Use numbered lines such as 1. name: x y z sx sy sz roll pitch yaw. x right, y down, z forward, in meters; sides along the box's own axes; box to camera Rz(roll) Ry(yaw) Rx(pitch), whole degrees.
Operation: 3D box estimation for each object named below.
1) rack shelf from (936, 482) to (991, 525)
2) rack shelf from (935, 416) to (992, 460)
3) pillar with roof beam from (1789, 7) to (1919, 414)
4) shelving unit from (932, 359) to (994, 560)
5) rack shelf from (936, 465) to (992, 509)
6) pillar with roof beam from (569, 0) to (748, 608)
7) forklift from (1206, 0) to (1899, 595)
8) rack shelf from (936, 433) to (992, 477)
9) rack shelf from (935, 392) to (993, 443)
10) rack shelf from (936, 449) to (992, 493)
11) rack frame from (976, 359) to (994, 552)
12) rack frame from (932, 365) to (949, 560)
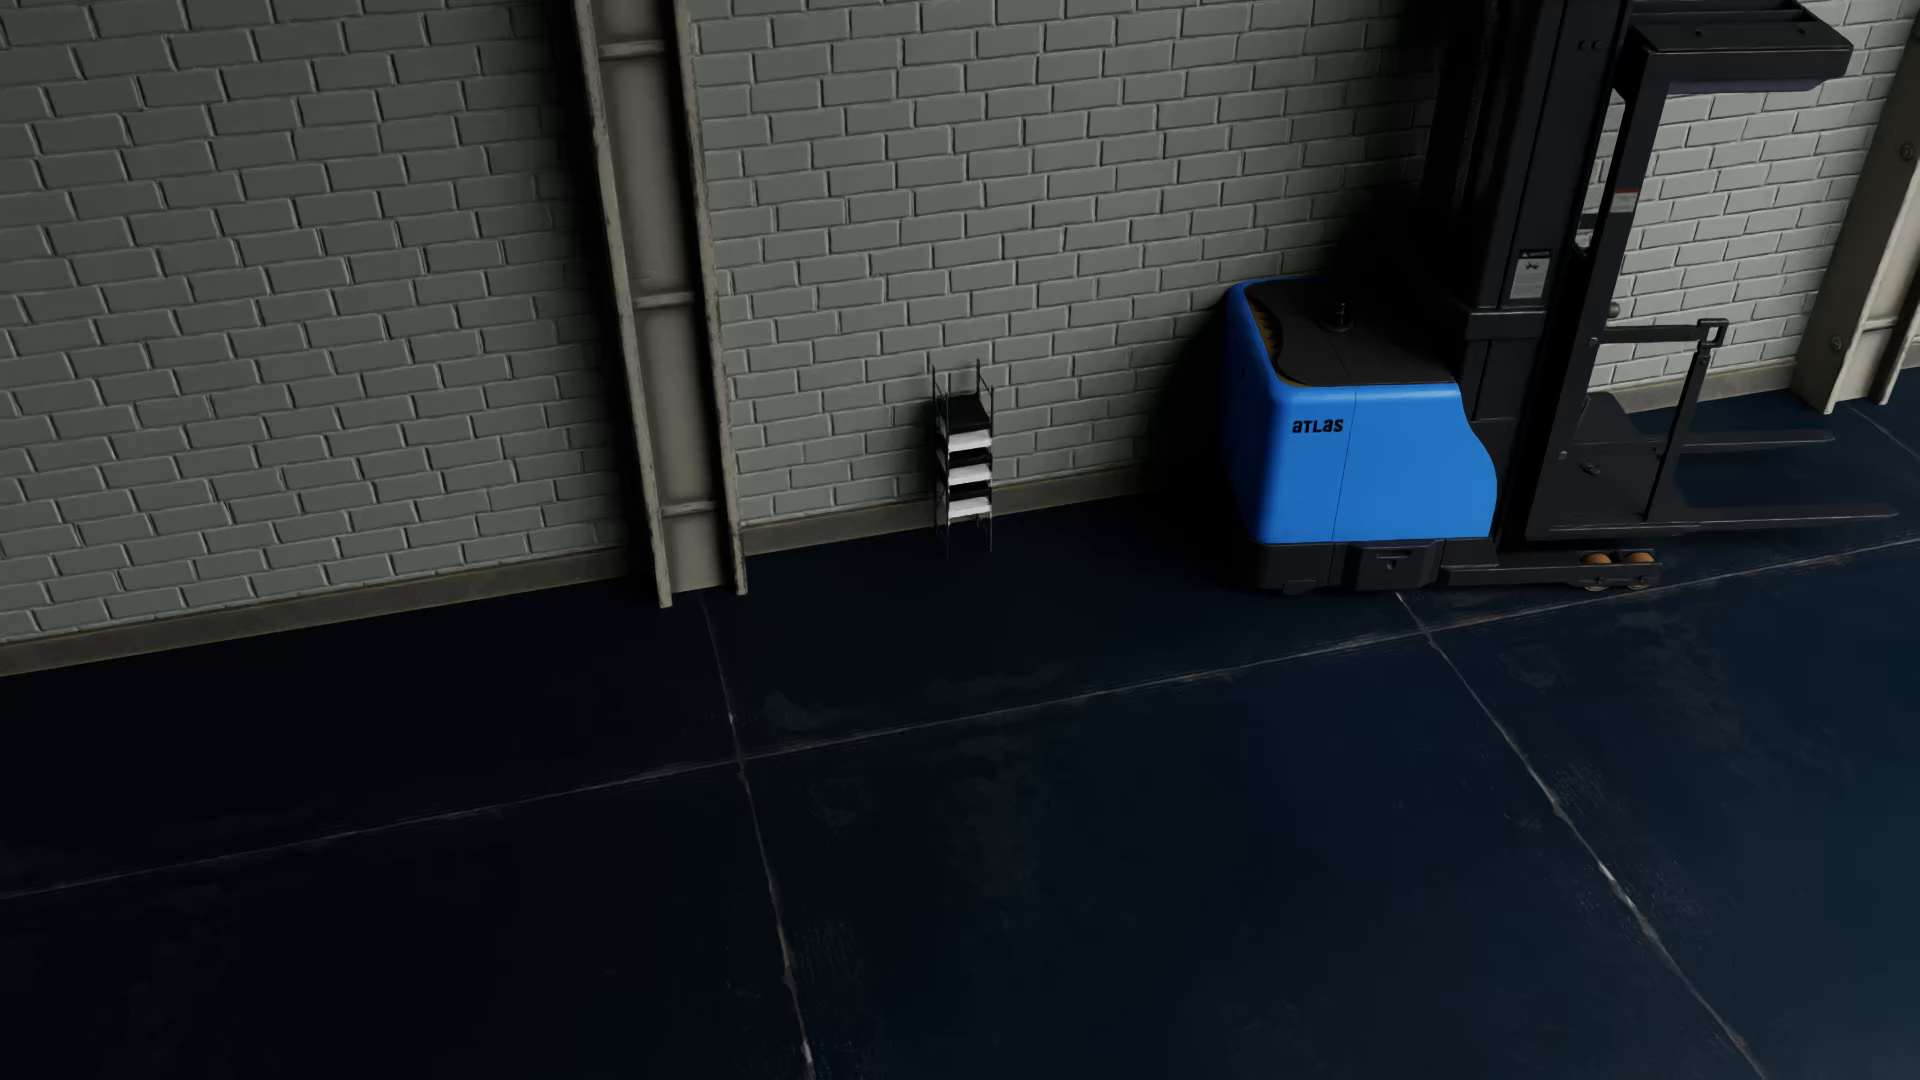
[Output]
1. rack shelf: 0.012 -0.184 7.601 0.200 0.077 0.258 -10 39 -12
2. rack shelf: 0.012 -0.469 7.381 0.200 0.077 0.258 -10 39 -12
3. pillar with roof beam: 5.736 -1.819 2.722 0.400 9.000 9.100 -9 38 -12
4. shelving unit: 0.012 -0.353 7.470 0.210 0.900 0.258 -10 39 -12
5. rack shelf: 0.012 -0.256 7.546 0.200 0.077 0.258 -10 39 -12
6. pillar with roof beam: -0.057 -0.869 1.479 0.400 9.000 9.100 -9 38 -12
7. forklift: 2.729 -1.257 6.981 3.031 2.935 1.130 -2 37 -3
8. rack shelf: 0.012 -0.398 7.436 0.200 0.077 0.258 -10 39 -12
9. rack shelf: 0.012 -0.541 7.326 0.200 0.077 0.258 -10 39 -12
10. rack shelf: 0.012 -0.327 7.491 0.200 0.077 0.258 -10 39 -12
11. rack frame: 0.110 -0.370 7.492 0.006 0.900 0.240 -10 39 -12
12. rack frame: -0.086 -0.337 7.449 0.006 0.900 0.240 -10 39 -12
